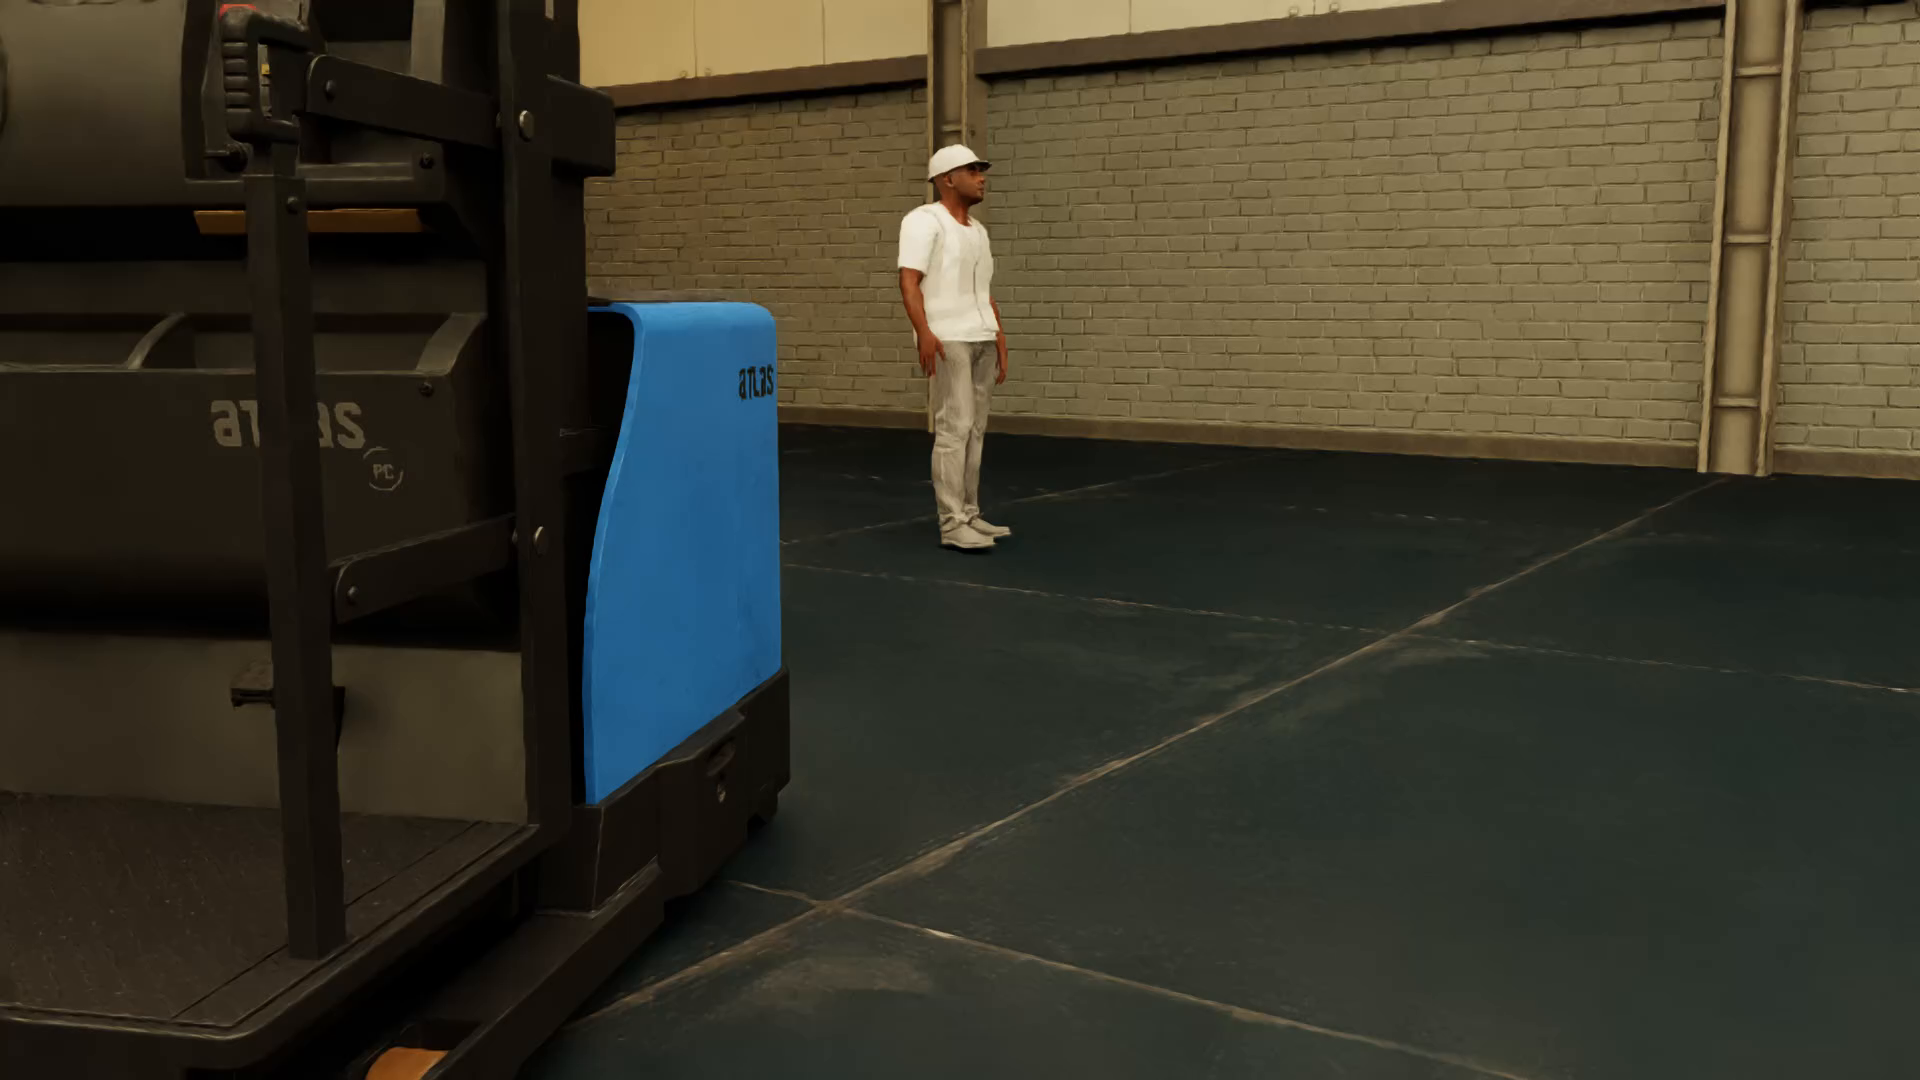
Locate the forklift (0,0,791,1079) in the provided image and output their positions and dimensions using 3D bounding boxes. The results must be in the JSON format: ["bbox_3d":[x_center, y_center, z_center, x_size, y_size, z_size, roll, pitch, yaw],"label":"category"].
[{"bbox_3d":[-1.146,-0.689,2.036,1.130,2.935,3.031,2,8,11],"label":"forklift"}]

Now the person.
[{"bbox_3d":[0.055,-0.875,7.435,0.576,1.766,0.665,5,10,34],"label":"person"}]
